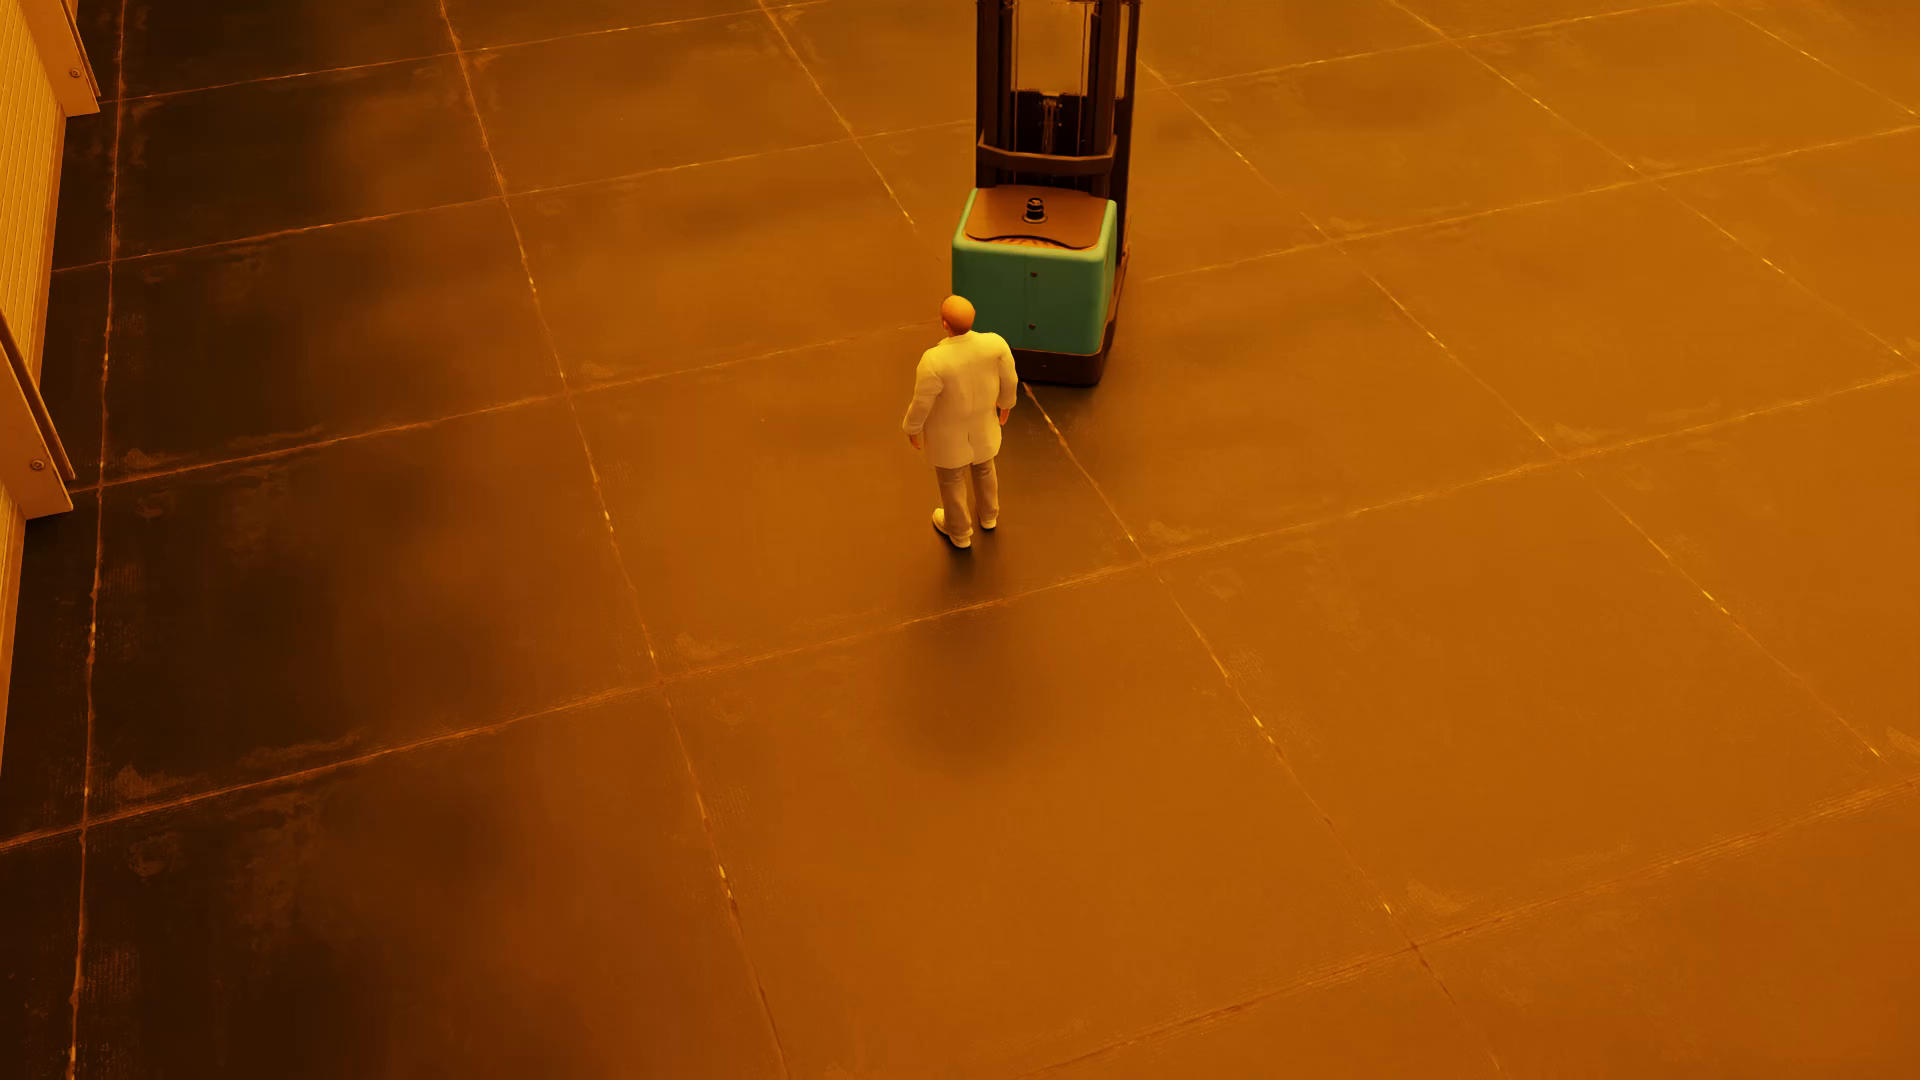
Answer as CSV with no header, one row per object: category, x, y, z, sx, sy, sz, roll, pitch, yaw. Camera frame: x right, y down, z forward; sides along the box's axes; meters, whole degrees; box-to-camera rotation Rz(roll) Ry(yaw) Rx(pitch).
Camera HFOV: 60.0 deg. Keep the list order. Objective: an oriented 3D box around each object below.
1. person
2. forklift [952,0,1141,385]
person,-0.027,-0.742,9.766,0.696,1.776,0.581,-13,42,-15
forklift,0.699,-3.140,11.736,1.130,2.935,3.031,7,40,8
